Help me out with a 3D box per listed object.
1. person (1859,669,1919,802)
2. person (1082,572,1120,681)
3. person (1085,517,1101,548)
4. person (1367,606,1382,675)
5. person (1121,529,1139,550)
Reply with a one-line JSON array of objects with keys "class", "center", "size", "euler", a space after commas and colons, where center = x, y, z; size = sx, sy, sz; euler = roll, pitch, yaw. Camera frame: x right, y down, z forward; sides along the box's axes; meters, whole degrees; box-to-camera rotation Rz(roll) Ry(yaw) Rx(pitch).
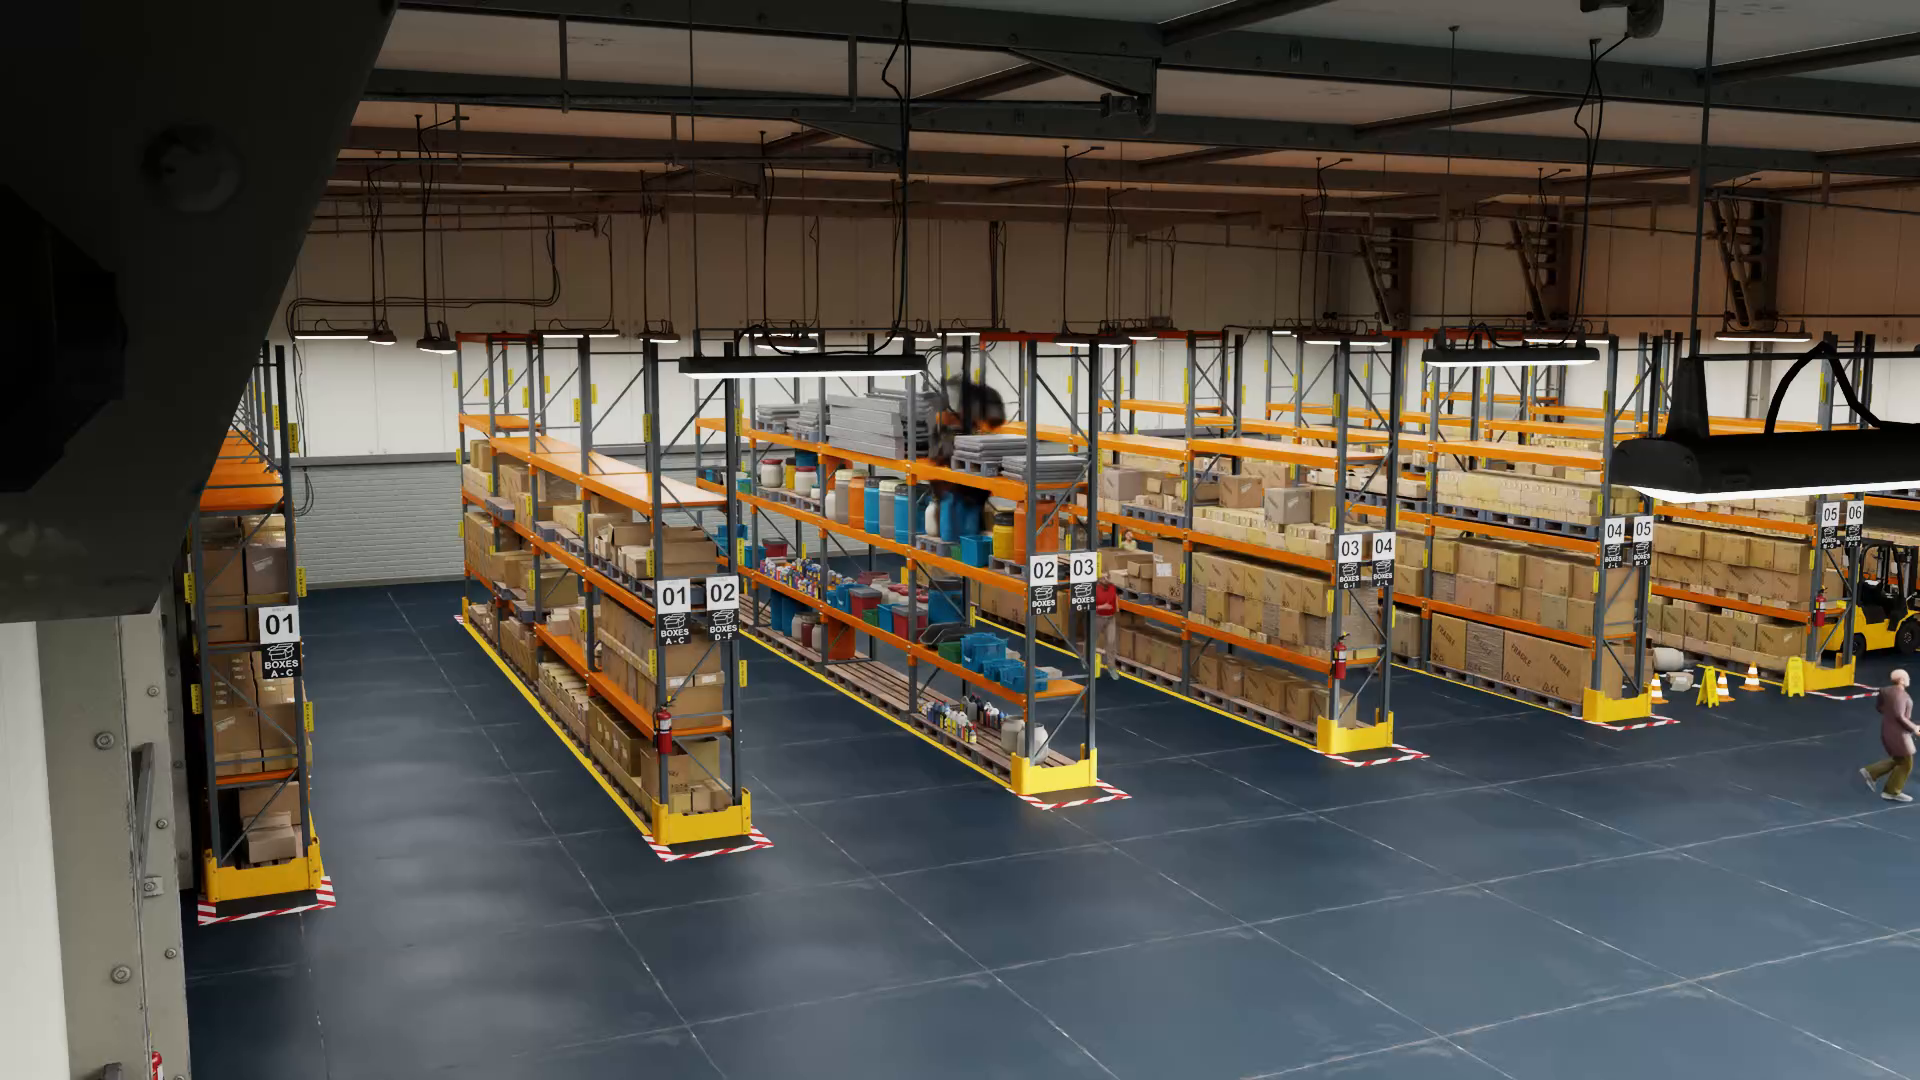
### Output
[{"class": "person", "center": [12.174, 2.550, 21.738], "size": [0.639, 1.746, 0.721], "euler": [1, 8, 11]}, {"class": "person", "center": [2.415, 1.418, 28.165], "size": [0.671, 1.810, 0.880], "euler": [-3, 8, -21]}, {"class": "person", "center": [2.959, 0.307, 38.178], "size": [0.662, 1.745, 0.620], "euler": [-3, 8, -21]}, {"class": "person", "center": [7.225, 1.534, 29.626], "size": [0.588, 1.624, 0.851], "euler": [-4, 9, -28]}, {"class": "person", "center": [3.727, 0.604, 36.557], "size": [0.579, 1.694, 0.720], "euler": [-2, 8, -17]}]
